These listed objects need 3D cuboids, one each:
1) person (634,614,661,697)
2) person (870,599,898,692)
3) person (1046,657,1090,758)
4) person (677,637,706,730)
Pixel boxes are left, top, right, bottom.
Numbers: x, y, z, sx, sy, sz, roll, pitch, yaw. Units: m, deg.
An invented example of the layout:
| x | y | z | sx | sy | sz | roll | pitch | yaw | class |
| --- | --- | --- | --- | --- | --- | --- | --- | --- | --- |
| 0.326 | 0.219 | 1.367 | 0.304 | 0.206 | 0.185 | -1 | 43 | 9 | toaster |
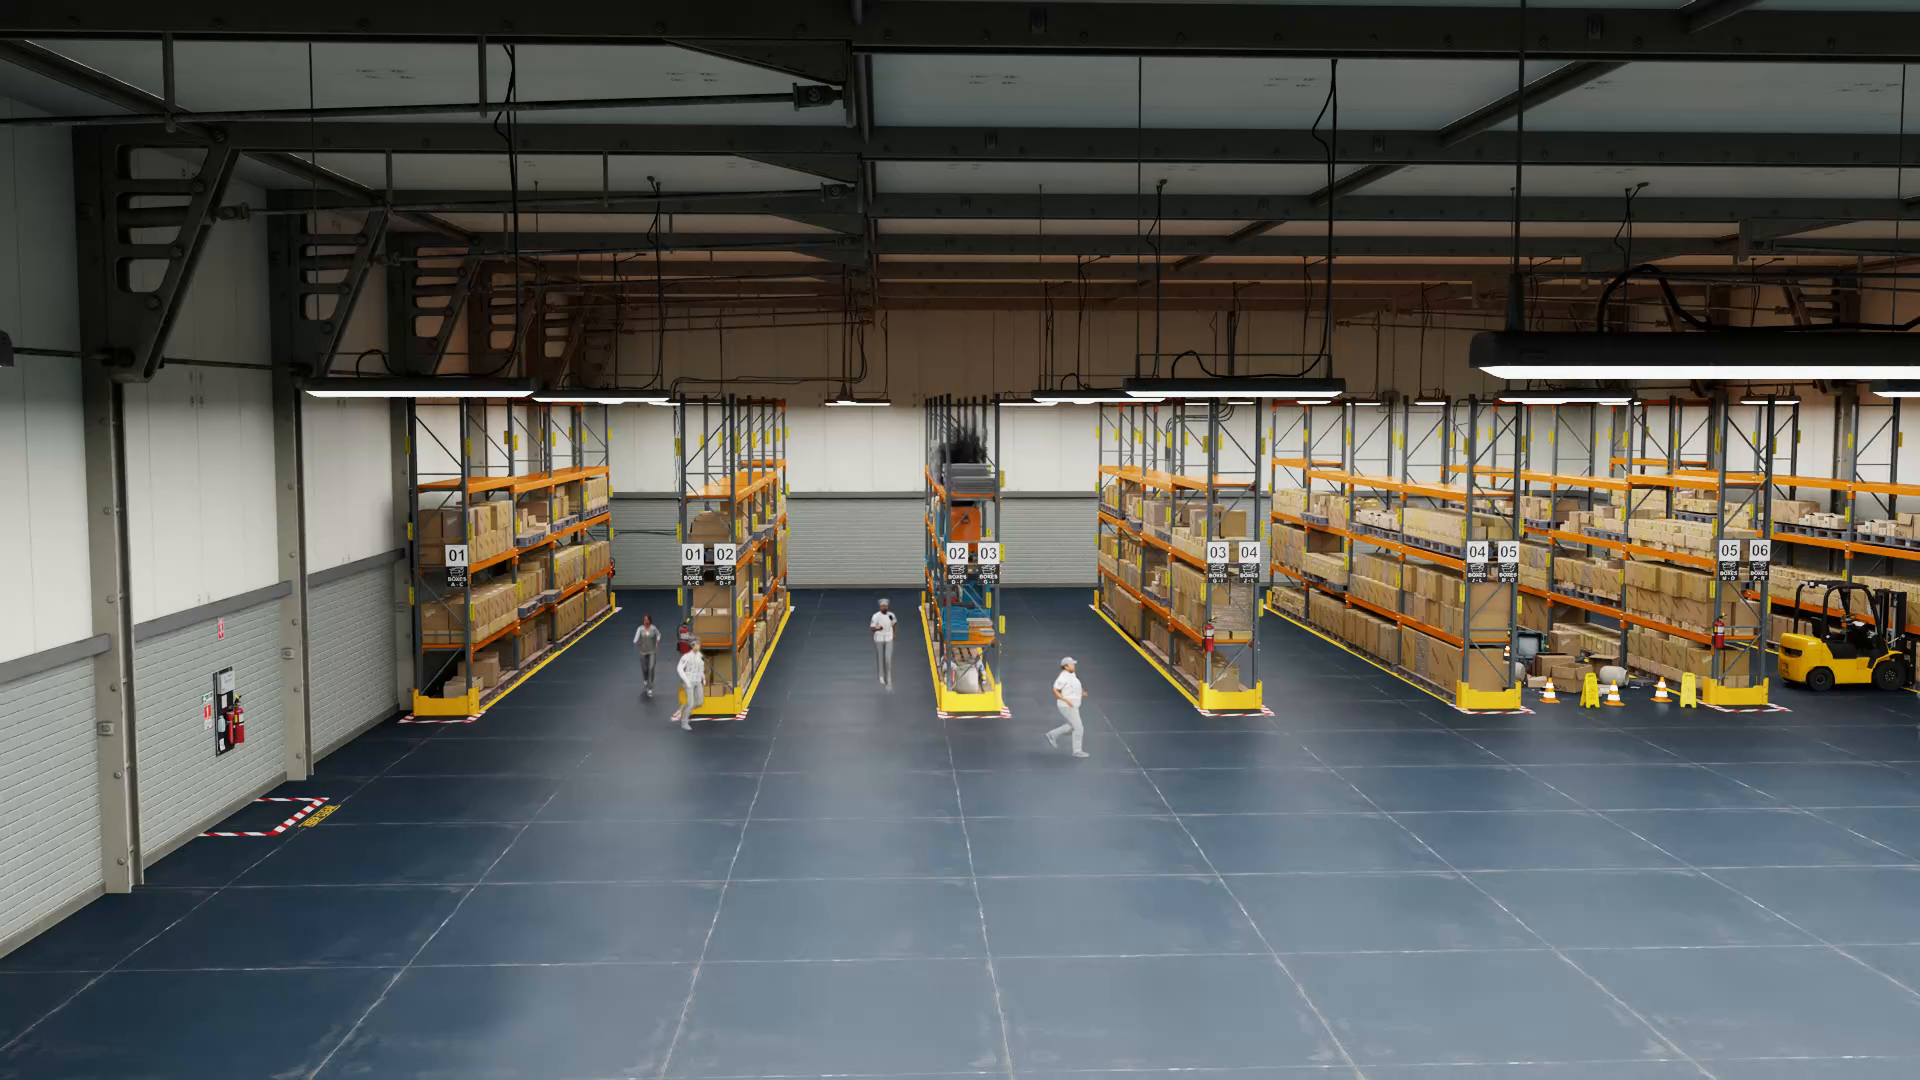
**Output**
| x | y | z | sx | sy | sz | roll | pitch | yaw | class |
| --- | --- | --- | --- | --- | --- | --- | --- | --- | --- |
| -6.257 | 2.280 | 33.293 | 0.540 | 1.597 | 0.879 | -1 | 5 | -10 | person |
| -1.476 | 2.040 | 32.483 | 0.556 | 1.799 | 0.690 | -1 | 5 | -6 | person |
| 1.770 | 2.742 | 27.410 | 0.803 | 1.633 | 0.620 | 2 | 5 | 22 | person |
| -4.817 | 2.565 | 29.913 | 0.491 | 1.651 | 0.665 | 4 | 6 | 39 | person |
